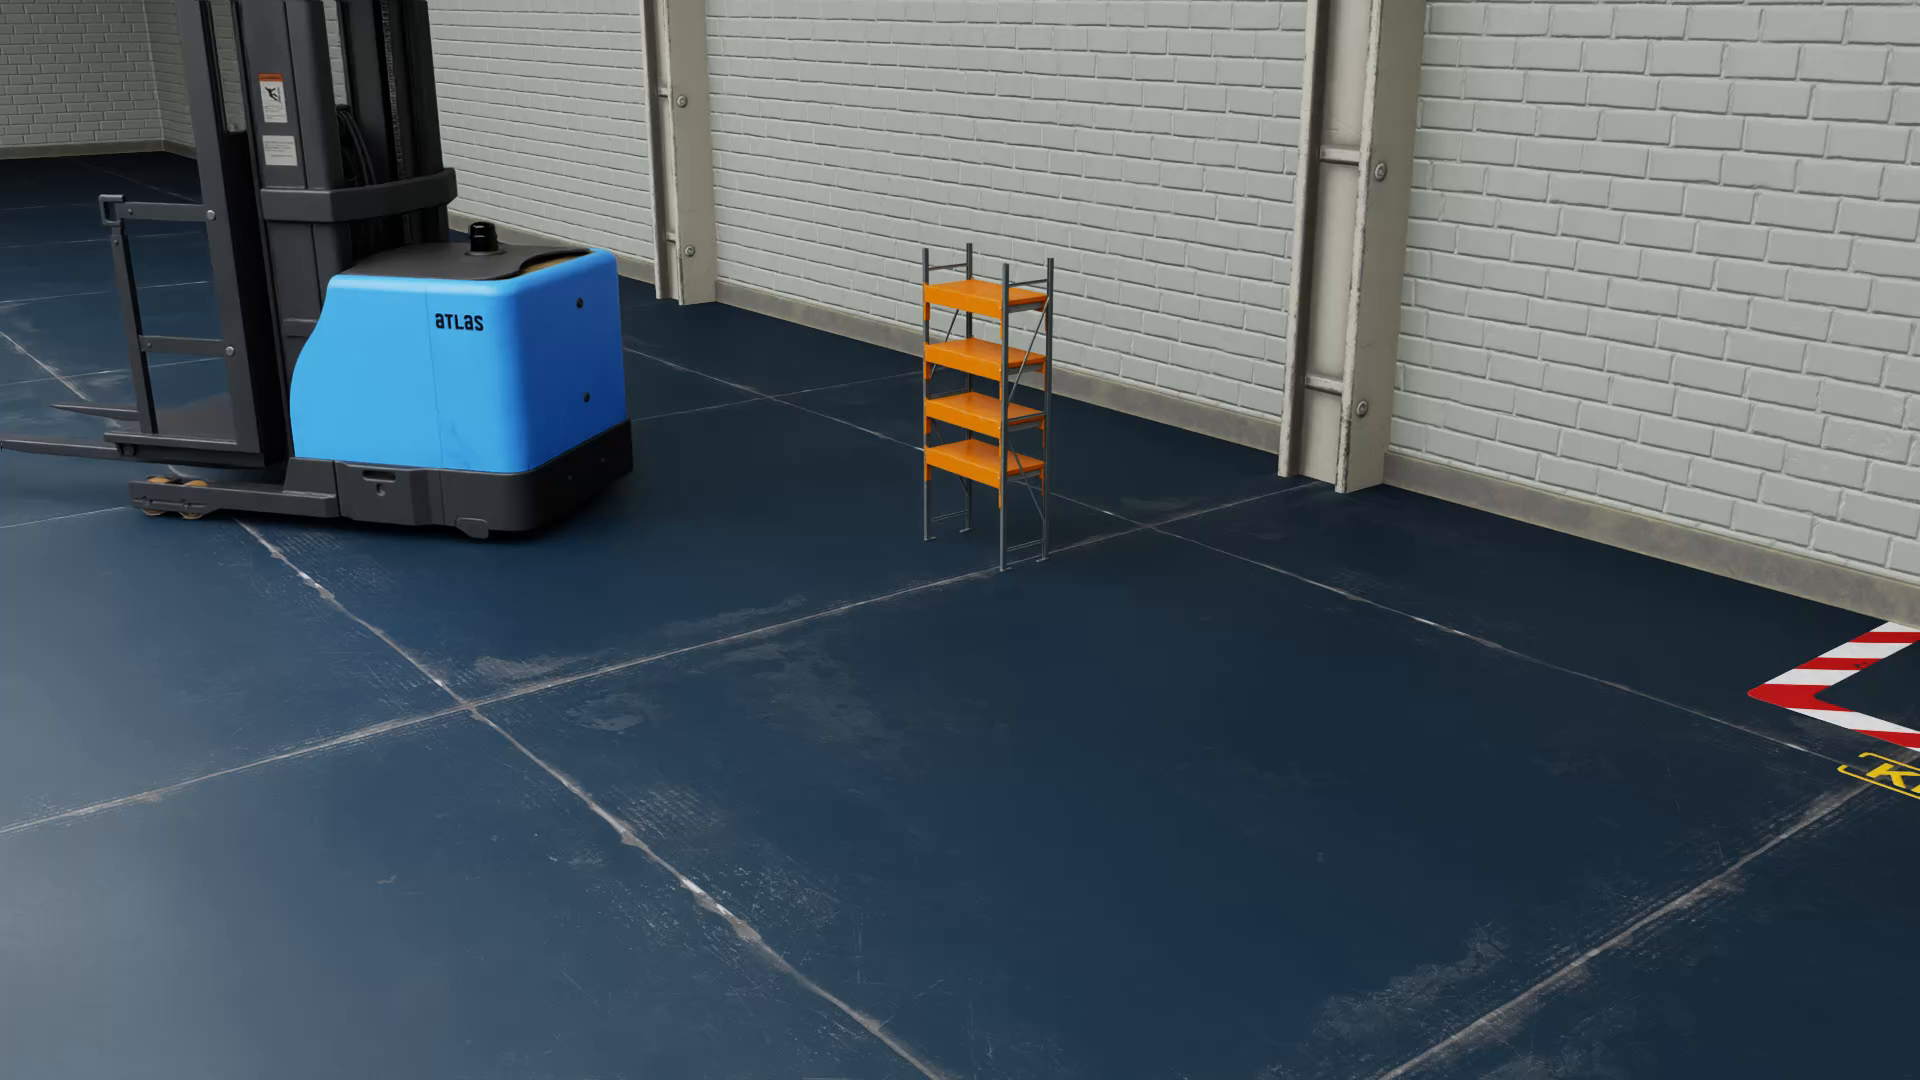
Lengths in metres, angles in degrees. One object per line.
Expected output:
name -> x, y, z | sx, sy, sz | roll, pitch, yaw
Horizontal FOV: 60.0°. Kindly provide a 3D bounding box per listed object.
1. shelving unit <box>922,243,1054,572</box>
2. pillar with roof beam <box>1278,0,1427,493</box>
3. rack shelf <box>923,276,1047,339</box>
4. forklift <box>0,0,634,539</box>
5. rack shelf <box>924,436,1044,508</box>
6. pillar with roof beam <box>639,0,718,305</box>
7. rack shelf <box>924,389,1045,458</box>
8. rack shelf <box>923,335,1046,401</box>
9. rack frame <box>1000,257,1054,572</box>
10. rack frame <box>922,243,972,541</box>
shelving unit -> 0.103, -0.529, 6.551 | 0.258, 1.200, 0.503 | -14, 23, -36
pillar with roof beam -> -1.647, -3.719, 3.779 | 9.100, 9.000, 0.400 | -14, 23, -36
rack shelf -> 0.103, -0.902, 6.427 | 0.258, 0.148, 0.480 | -14, 23, -36
forklift -> -3.069, -1.633, 7.130 | 3.031, 2.935, 1.130 | 5, 19, 14
rack shelf -> 0.103, -0.276, 6.634 | 0.258, 0.148, 0.480 | -14, 23, -36
pillar with roof beam -> -5.373, -5.198, 8.244 | 9.100, 9.000, 0.400 | -14, 23, -36
rack shelf -> 0.103, -0.465, 6.572 | 0.258, 0.148, 0.480 | -14, 23, -36
rack shelf -> 0.103, -0.677, 6.502 | 0.258, 0.148, 0.480 | -14, 23, -36
rack frame -> 0.254, -0.469, 6.369 | 0.240, 1.200, 0.015 | -14, 23, -36
rack frame -> -0.049, -0.589, 6.732 | 0.240, 1.200, 0.015 | -14, 23, -36
